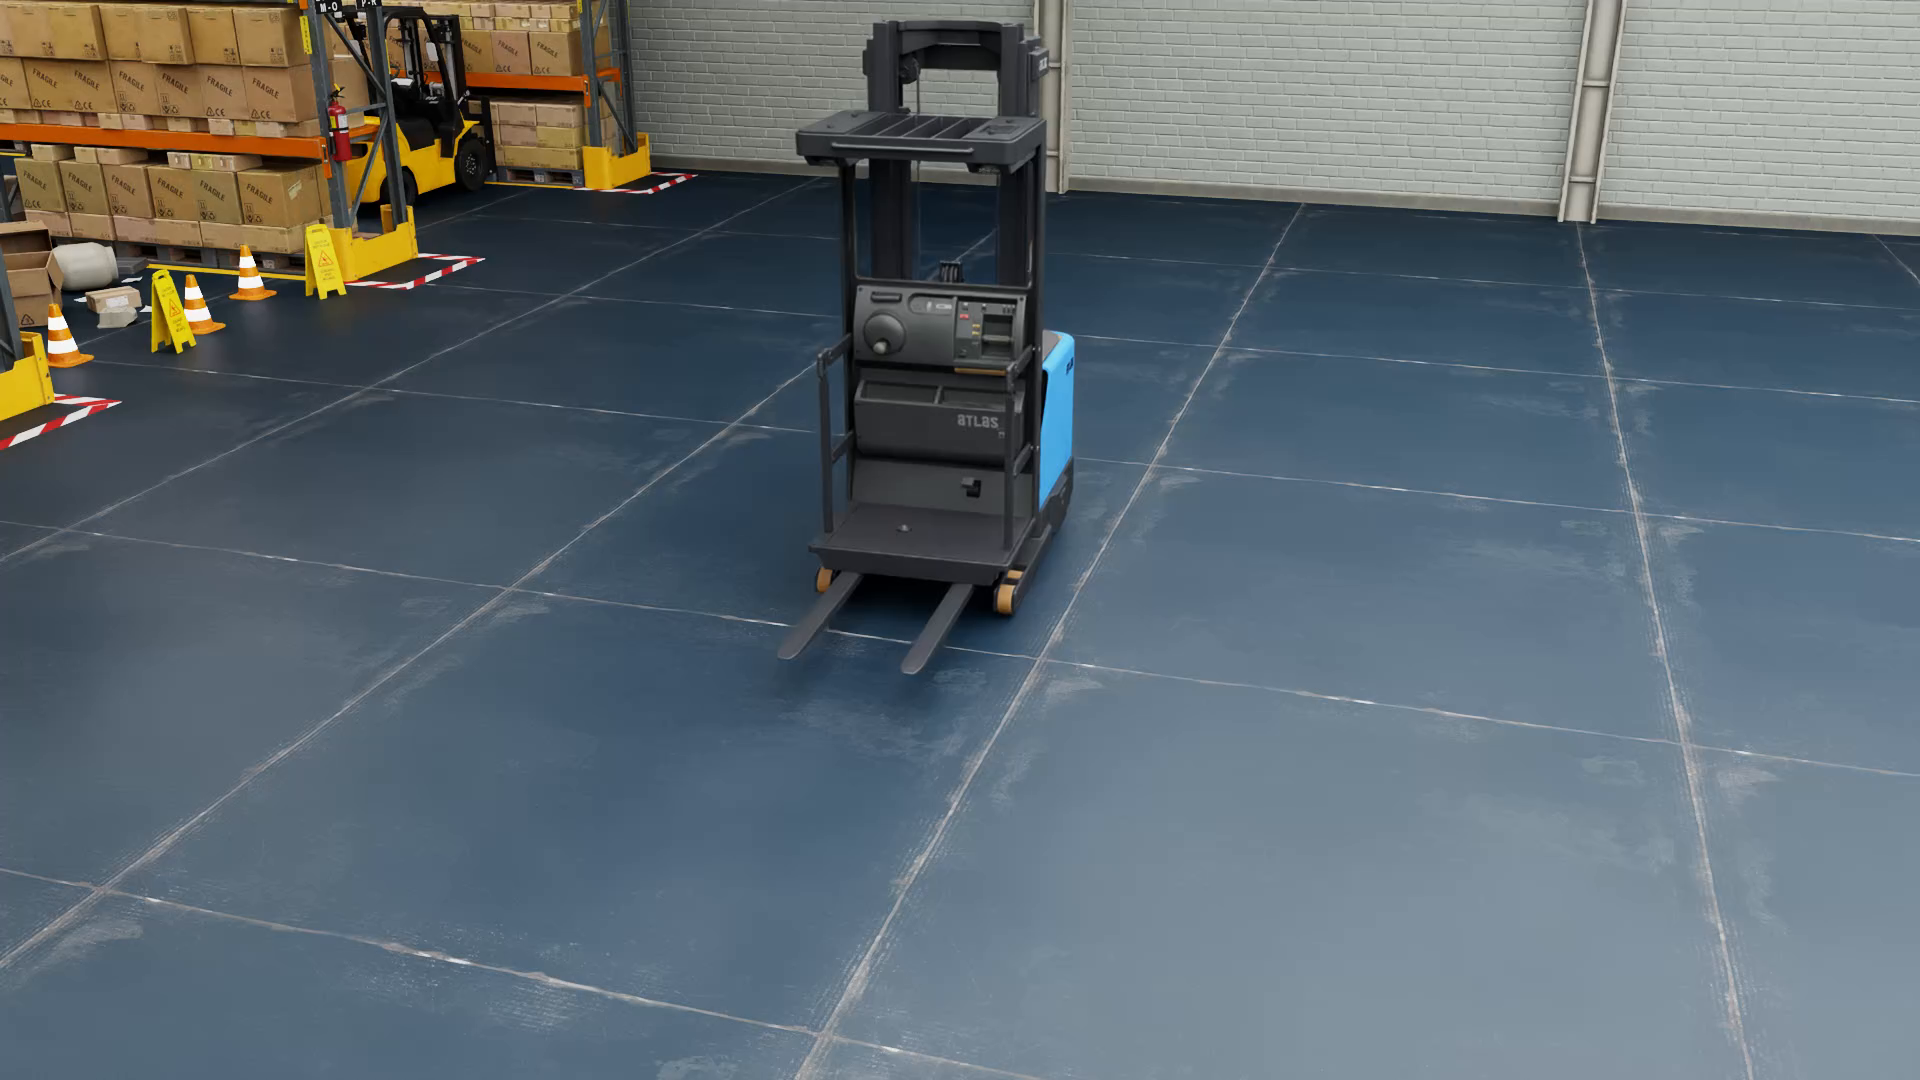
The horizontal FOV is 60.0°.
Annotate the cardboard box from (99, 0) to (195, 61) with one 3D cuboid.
[{"bbox_3d":[-7.676,-4.850,15.801,0.500,0.500,0.700,6,23,15],"label":"cardboard box"}]

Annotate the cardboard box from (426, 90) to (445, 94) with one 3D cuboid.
[{"bbox_3d":[-6.589,-5.578,21.169,0.500,0.250,0.500,7,23,16],"label":"cardboard box"}]

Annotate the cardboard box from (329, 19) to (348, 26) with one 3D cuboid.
[{"bbox_3d":[-7.608,-6.476,20.618,0.250,0.149,0.380,7,23,17],"label":"cardboard box"}]

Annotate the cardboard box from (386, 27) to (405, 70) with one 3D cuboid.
[{"bbox_3d":[-6.748,-6.084,20.518,0.500,0.500,0.500,6,23,15],"label":"cardboard box"}]

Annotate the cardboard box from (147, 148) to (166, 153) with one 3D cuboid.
[{"bbox_3d":[-8.385,-3.730,16.993,0.500,0.500,0.500,7,23,16],"label":"cardboard box"}]

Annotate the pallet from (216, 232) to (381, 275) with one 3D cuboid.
[{"bbox_3d":[-6.527,-2.865,16.477,1.213,0.211,1.003,7,23,16],"label":"pallet"}]

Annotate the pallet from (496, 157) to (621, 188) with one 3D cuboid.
[{"bbox_3d":[-5.000,-4.628,20.773,1.213,0.211,1.003,7,23,16],"label":"pallet"}]

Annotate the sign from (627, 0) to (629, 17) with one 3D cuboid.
[{"bbox_3d":[-4.090,-6.487,20.388,0.005,0.325,0.100,7,23,16],"label":"sign"}]

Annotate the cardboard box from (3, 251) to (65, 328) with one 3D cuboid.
[{"bbox_3d":[-8.099,-2.163,14.380,0.637,0.503,0.797,-9,24,-21],"label":"cardboard box"}]

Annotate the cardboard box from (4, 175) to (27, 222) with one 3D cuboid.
[{"bbox_3d":[-10.019,-3.519,17.305,0.625,0.372,0.950,7,23,16],"label":"cardboard box"}]

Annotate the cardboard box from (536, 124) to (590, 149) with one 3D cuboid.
[{"bbox_3d":[-4.812,-4.942,20.277,0.500,0.250,0.500,6,23,15],"label":"cardboard box"}]

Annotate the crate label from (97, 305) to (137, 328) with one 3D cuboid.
[{"bbox_3d":[-7.236,-1.922,14.276,0.298,0.136,0.250,-5,23,-12],"label":"crate label"}]

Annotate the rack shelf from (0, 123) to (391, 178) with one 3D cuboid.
[{"bbox_3d":[-7.601,-3.932,16.350,4.000,0.370,1.077,7,23,16],"label":"rack shelf"}]

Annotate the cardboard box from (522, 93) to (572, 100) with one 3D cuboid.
[{"bbox_3d":[-5.141,-5.409,20.756,0.500,0.250,0.500,7,23,16],"label":"cardboard box"}]

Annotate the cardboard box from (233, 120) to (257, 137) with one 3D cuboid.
[{"bbox_3d":[-6.620,-3.916,15.694,0.250,0.149,0.380,6,23,15],"label":"cardboard box"}]

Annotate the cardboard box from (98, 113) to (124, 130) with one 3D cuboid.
[{"bbox_3d":[-8.085,-4.073,16.077,0.250,0.149,0.380,7,23,16],"label":"cardboard box"}]

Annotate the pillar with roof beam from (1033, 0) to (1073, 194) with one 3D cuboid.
[{"bbox_3d":[-0.162,-6.807,14.506,0.400,9.000,9.100,7,23,16],"label":"pillar with roof beam"}]

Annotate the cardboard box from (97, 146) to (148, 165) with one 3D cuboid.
[{"bbox_3d":[-8.176,-3.771,16.237,0.250,0.149,0.380,8,24,19],"label":"cardboard box"}]

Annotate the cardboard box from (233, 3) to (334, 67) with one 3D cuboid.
[{"bbox_3d":[-6.239,-4.668,15.357,0.500,0.500,0.700,6,23,14],"label":"cardboard box"}]

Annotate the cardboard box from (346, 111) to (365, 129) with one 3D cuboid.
[{"bbox_3d":[-5.952,-4.041,16.001,0.250,0.149,0.380,7,23,16],"label":"cardboard box"}]

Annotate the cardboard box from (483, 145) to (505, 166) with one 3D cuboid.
[{"bbox_3d":[-5.747,-4.824,20.648,0.500,0.250,0.500,7,23,16],"label":"cardboard box"}]

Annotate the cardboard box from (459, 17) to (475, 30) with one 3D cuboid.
[{"bbox_3d":[-5.904,-6.263,20.100,0.250,0.149,0.380,7,23,16],"label":"cardboard box"}]

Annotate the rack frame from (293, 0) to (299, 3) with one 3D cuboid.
[{"bbox_3d":[-8.086,-6.288,21.146,0.127,3.000,1.000,7,23,16],"label":"rack frame"}]

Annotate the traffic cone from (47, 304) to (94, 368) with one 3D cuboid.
[{"bbox_3d":[-7.118,-1.636,13.149,0.334,0.463,0.336,7,23,16],"label":"traffic cone"}]

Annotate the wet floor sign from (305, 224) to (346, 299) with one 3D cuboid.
[{"bbox_3d":[-5.814,-2.546,15.128,0.232,0.644,0.267,16,27,34],"label":"wet floor sign"}]

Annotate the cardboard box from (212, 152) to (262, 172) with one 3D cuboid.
[{"bbox_3d":[-6.900,-3.623,15.878,0.250,0.149,0.380,7,23,17],"label":"cardboard box"}]

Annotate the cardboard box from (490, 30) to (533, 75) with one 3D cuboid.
[{"bbox_3d":[-5.297,-5.914,20.104,0.500,0.500,0.500,7,23,17],"label":"cardboard box"}]

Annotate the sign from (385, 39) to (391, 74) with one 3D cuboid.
[{"bbox_3d":[-5.530,-4.643,15.996,0.005,0.325,0.100,7,23,16],"label":"sign"}]

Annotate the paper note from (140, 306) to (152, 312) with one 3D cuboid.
[{"bbox_3d":[-7.166,-2.052,14.732,0.142,0.019,0.148,-1,22,-3],"label":"paper note"}]

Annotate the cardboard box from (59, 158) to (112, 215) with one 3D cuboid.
[{"bbox_3d":[-8.513,-3.536,16.519,0.500,0.500,0.500,8,23,18],"label":"cardboard box"}]

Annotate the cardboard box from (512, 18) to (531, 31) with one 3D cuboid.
[{"bbox_3d":[-5.153,-6.200,19.945,0.250,0.149,0.380,7,23,17],"label":"cardboard box"}]

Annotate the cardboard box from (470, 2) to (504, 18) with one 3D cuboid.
[{"bbox_3d":[-5.662,-6.373,19.975,0.250,0.149,0.380,7,23,17],"label":"cardboard box"}]

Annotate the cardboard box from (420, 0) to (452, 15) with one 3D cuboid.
[{"bbox_3d":[-6.366,-6.496,20.274,0.250,0.149,0.380,7,23,16],"label":"cardboard box"}]

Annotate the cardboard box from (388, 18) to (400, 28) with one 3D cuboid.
[{"bbox_3d":[-6.885,-6.374,20.370,0.250,0.149,0.380,6,23,15],"label":"cardboard box"}]

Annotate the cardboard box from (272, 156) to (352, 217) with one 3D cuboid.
[{"bbox_3d":[-6.402,-3.506,16.445,0.500,0.500,0.500,6,23,14],"label":"cardboard box"}]

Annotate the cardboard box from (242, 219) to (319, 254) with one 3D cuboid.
[{"bbox_3d":[-6.561,-2.961,16.106,0.500,0.250,0.500,6,23,15],"label":"cardboard box"}]

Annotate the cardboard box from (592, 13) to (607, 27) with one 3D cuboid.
[{"bbox_3d":[-4.506,-6.327,20.255,0.250,0.149,0.380,6,23,14],"label":"cardboard box"}]

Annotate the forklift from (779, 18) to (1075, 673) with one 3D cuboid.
[{"bbox_3d":[-0.155,-1.126,8.653,1.130,2.935,3.031,6,23,13],"label":"forklift"}]

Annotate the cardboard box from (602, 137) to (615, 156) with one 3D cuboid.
[{"bbox_3d":[-4.670,-4.896,20.823,0.500,0.250,0.500,7,23,16],"label":"cardboard box"}]

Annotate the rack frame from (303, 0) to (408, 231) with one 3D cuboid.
[{"bbox_3d":[-5.686,-4.045,15.679,0.127,3.000,1.000,7,23,16],"label":"rack frame"}]

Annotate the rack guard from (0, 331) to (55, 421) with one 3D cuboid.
[{"bbox_3d":[-6.997,-1.077,11.736,0.348,0.500,1.175,7,23,16],"label":"rack guard"}]

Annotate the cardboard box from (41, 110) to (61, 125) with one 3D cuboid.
[{"bbox_3d":[-8.787,-4.190,16.362,0.250,0.149,0.380,6,23,15],"label":"cardboard box"}]

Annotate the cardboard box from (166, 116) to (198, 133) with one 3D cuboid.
[{"bbox_3d":[-7.351,-4.007,15.917,0.250,0.149,0.380,6,23,15],"label":"cardboard box"}]

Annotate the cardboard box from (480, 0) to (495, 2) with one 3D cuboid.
[{"bbox_3d":[-5.729,-6.629,20.600,0.250,0.149,0.380,6,23,14],"label":"cardboard box"}]

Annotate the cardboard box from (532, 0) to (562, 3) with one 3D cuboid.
[{"bbox_3d":[-5.014,-6.512,20.315,0.250,0.149,0.380,7,23,17],"label":"cardboard box"}]

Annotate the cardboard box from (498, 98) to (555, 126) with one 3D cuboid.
[{"bbox_3d":[-5.278,-5.225,20.307,0.500,0.250,0.500,7,23,16],"label":"cardboard box"}]

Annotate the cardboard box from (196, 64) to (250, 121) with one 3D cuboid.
[{"bbox_3d":[-6.764,-4.245,15.643,0.500,0.500,0.500,7,23,16],"label":"cardboard box"}]

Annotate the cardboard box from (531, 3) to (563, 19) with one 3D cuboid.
[{"bbox_3d":[-4.905,-6.312,19.826,0.250,0.149,0.380,7,23,16],"label":"cardboard box"}]

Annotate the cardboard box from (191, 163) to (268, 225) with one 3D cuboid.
[{"bbox_3d":[-7.029,-3.363,16.099,0.500,0.500,0.500,7,23,17],"label":"cardboard box"}]

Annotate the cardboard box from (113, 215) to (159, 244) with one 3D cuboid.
[{"bbox_3d":[-8.006,-3.131,16.521,0.500,0.250,0.500,6,23,15],"label":"cardboard box"}]

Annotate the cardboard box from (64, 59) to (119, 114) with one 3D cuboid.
[{"bbox_3d":[-8.211,-4.412,16.049,0.500,0.500,0.500,6,23,15],"label":"cardboard box"}]

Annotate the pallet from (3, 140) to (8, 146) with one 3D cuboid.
[{"bbox_3d":[-13.783,-5.666,23.305,1.213,0.211,1.003,7,23,16],"label":"pallet"}]

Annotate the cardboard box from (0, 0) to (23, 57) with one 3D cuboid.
[{"bbox_3d":[-9.157,-5.003,16.173,0.500,0.500,0.700,6,23,15],"label":"cardboard box"}]
